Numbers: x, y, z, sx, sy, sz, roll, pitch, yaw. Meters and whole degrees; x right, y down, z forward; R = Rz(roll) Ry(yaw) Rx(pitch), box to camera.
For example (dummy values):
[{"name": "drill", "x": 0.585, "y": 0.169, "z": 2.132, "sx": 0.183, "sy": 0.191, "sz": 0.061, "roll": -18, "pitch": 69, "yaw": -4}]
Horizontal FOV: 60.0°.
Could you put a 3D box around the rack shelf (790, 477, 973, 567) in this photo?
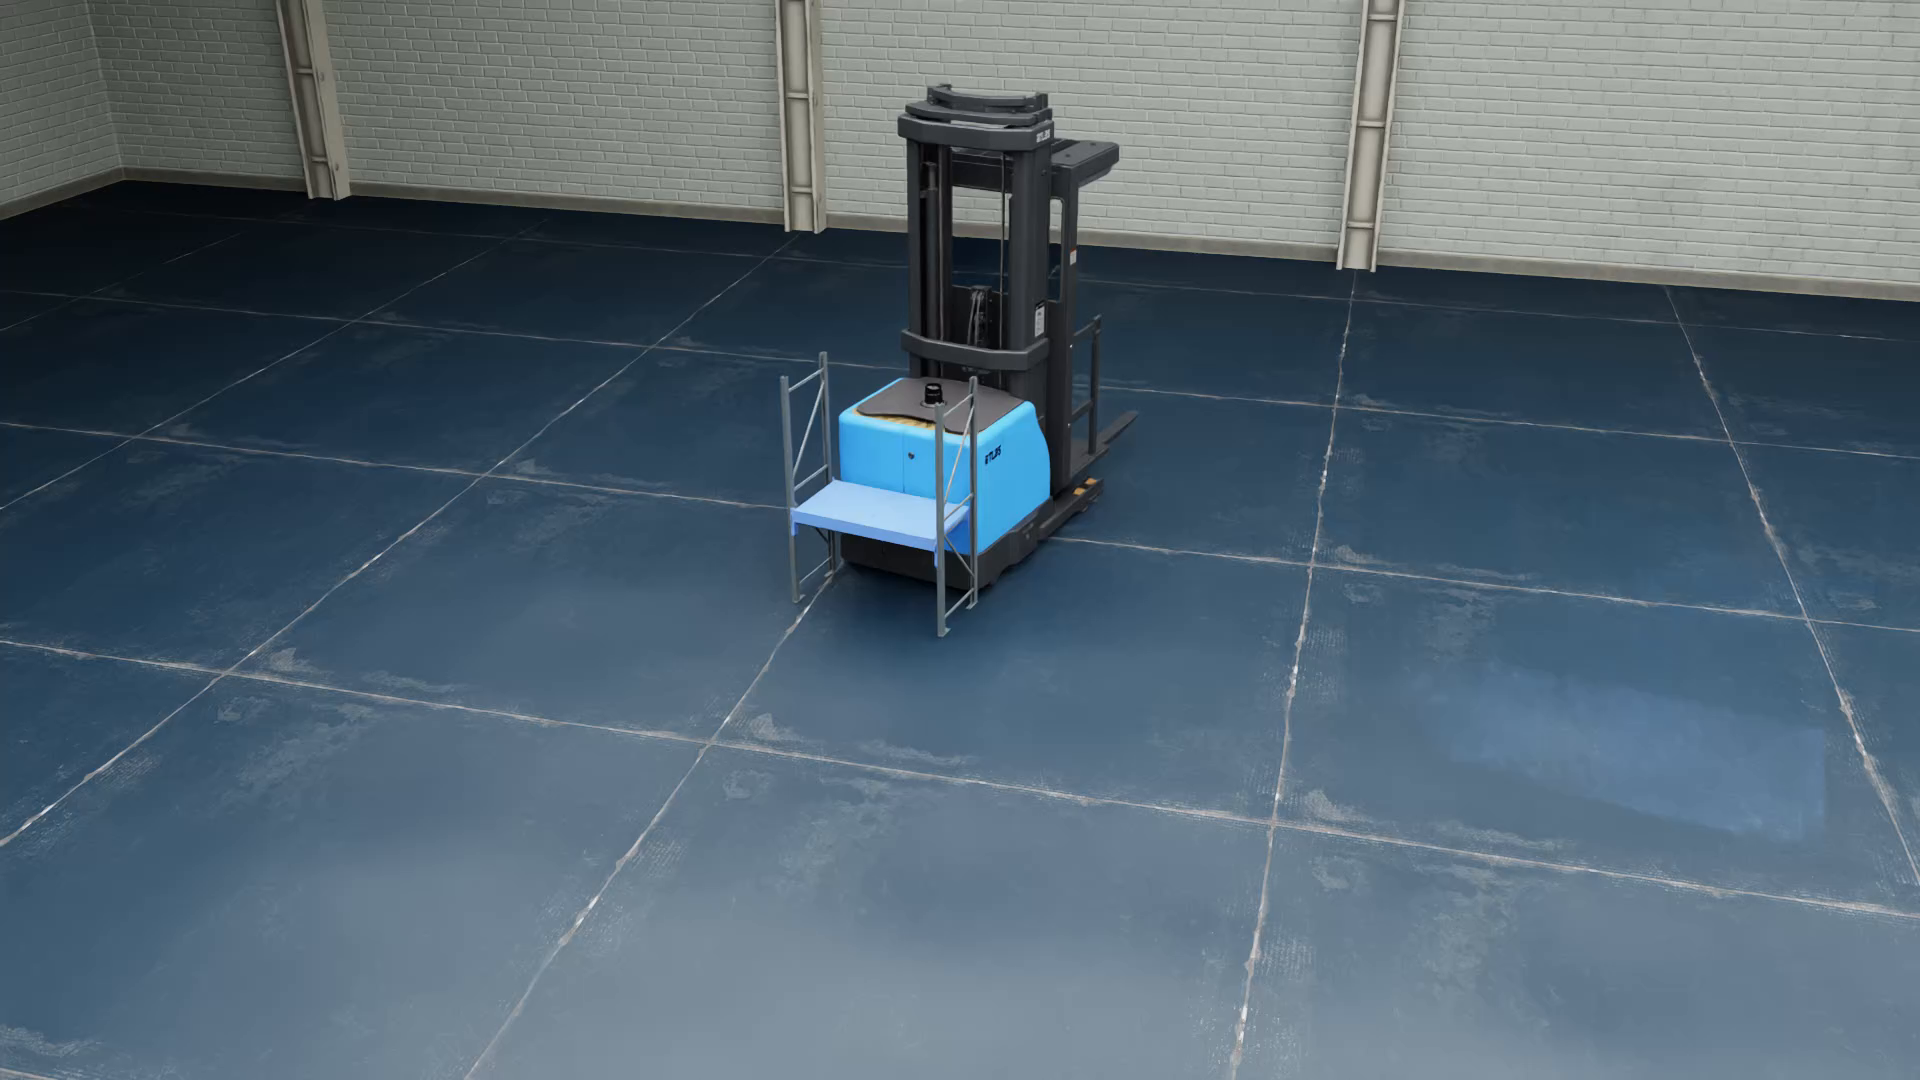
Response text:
[{"name": "rack shelf", "x": -0.473, "y": -0.120, "z": 10.168, "sx": 1.000, "sy": 0.185, "sz": 0.538, "roll": 12, "pitch": 29, "yaw": 23}]

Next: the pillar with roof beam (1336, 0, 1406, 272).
[{"name": "pillar with roof beam", "x": 3.022, "y": -5.095, "z": 11.483, "sx": 0.400, "sy": 9.000, "sz": 9.100, "roll": 6, "pitch": 26, "yaw": 13}]

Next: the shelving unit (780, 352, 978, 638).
[{"name": "shelving unit", "x": -0.473, "y": -0.282, "z": 10.089, "sx": 1.048, "sy": 1.500, "sz": 0.538, "roll": 12, "pitch": 29, "yaw": 23}]

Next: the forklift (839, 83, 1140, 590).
[{"name": "forklift", "x": 0.367, "y": -1.606, "z": 11.214, "sx": 1.130, "sy": 2.935, "sz": 3.031, "roll": 13, "pitch": 28, "yaw": 26}]

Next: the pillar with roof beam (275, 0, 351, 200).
[{"name": "pillar with roof beam", "x": -8.599, "y": -6.379, "z": 14.181, "sx": 0.400, "sy": 9.000, "sz": 9.100, "roll": 6, "pitch": 26, "yaw": 13}]

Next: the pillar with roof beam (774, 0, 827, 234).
[{"name": "pillar with roof beam", "x": -2.788, "y": -5.737, "z": 12.832, "sx": 0.400, "sy": 9.000, "sz": 9.100, "roll": 6, "pitch": 26, "yaw": 13}]

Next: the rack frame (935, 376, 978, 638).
[{"name": "rack frame", "x": -0.016, "y": -0.186, "z": 9.889, "sx": 0.032, "sy": 1.500, "sz": 0.500, "roll": 12, "pitch": 29, "yaw": 23}]

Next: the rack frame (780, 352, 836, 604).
[{"name": "rack frame", "x": -0.931, "y": -0.377, "z": 10.290, "sx": 0.032, "sy": 1.500, "sz": 0.500, "roll": 12, "pitch": 29, "yaw": 23}]
